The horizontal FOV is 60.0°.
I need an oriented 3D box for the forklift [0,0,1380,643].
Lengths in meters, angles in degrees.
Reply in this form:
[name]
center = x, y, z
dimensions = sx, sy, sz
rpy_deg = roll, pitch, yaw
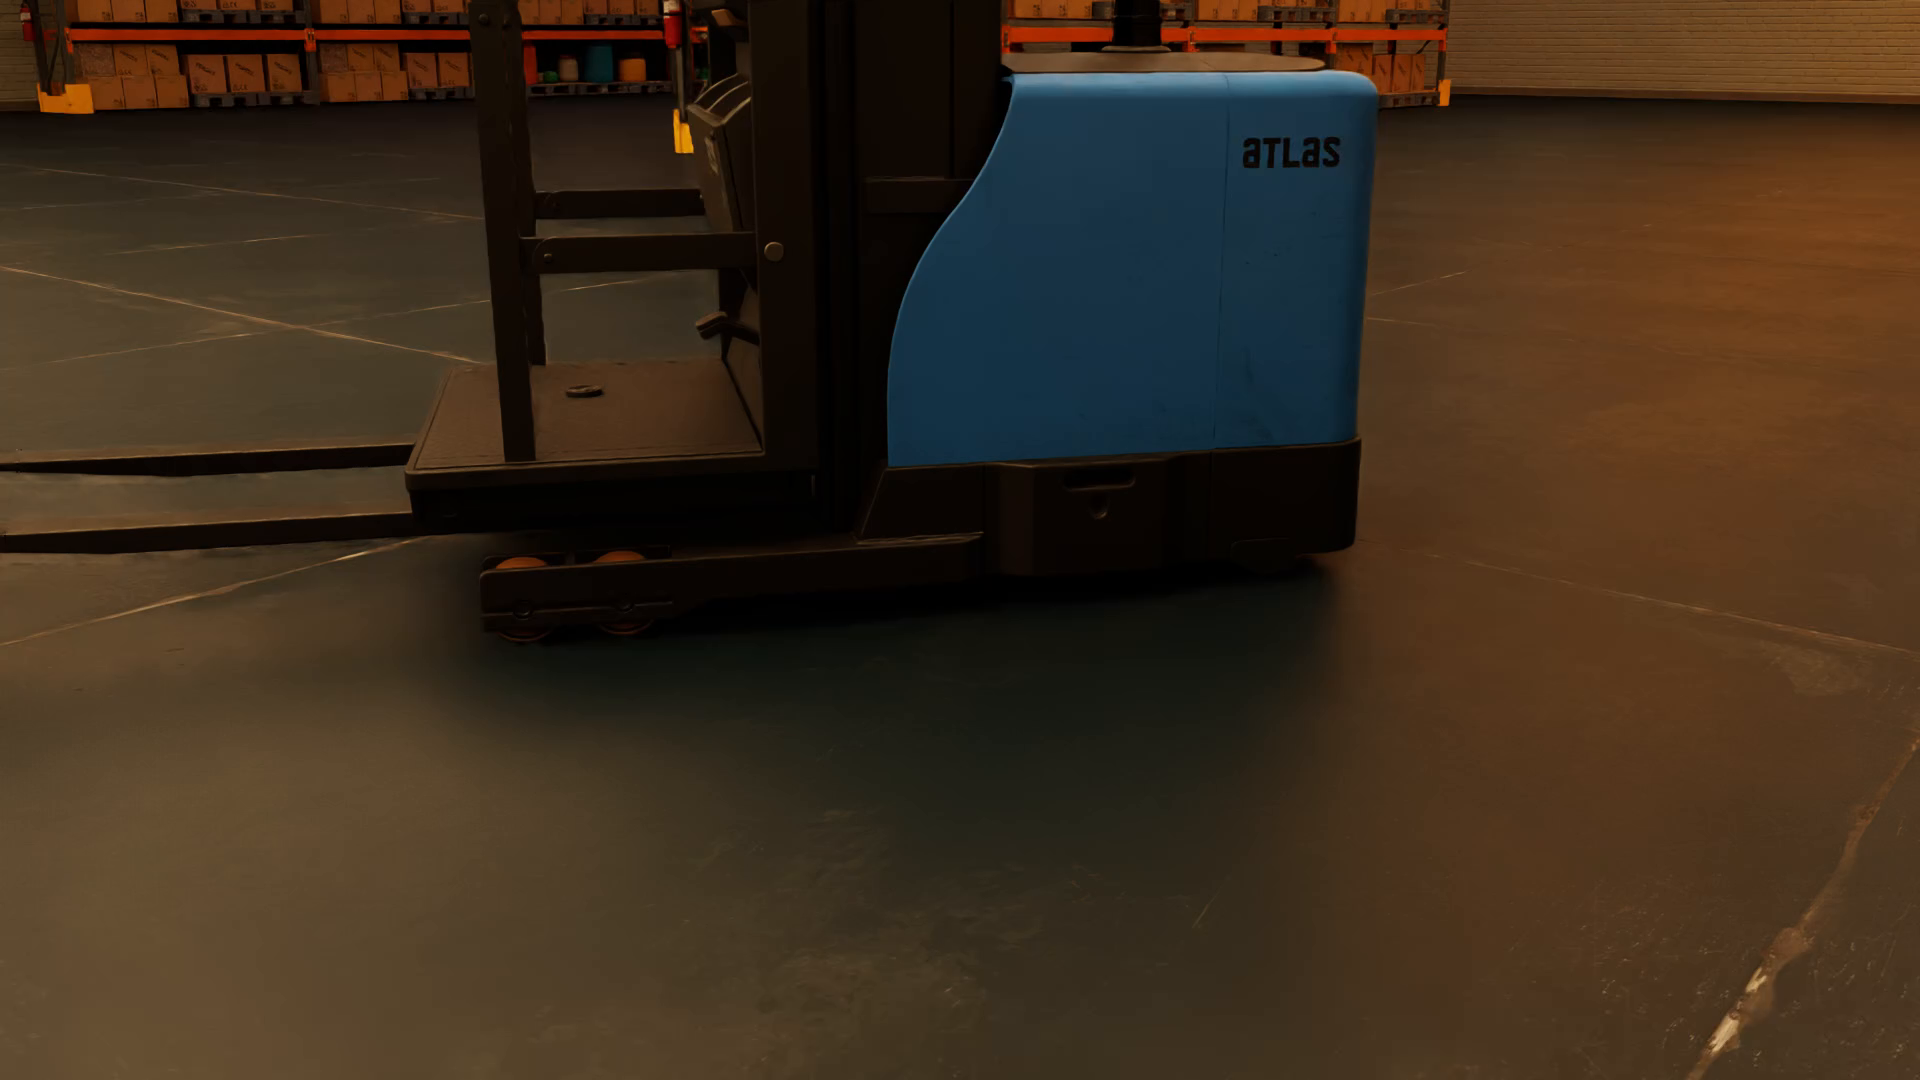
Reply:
[forklift]
center = -0.694, -1.368, 3.403
dimensions = 3.031, 2.935, 1.130
rpy_deg = -4, 17, -12
